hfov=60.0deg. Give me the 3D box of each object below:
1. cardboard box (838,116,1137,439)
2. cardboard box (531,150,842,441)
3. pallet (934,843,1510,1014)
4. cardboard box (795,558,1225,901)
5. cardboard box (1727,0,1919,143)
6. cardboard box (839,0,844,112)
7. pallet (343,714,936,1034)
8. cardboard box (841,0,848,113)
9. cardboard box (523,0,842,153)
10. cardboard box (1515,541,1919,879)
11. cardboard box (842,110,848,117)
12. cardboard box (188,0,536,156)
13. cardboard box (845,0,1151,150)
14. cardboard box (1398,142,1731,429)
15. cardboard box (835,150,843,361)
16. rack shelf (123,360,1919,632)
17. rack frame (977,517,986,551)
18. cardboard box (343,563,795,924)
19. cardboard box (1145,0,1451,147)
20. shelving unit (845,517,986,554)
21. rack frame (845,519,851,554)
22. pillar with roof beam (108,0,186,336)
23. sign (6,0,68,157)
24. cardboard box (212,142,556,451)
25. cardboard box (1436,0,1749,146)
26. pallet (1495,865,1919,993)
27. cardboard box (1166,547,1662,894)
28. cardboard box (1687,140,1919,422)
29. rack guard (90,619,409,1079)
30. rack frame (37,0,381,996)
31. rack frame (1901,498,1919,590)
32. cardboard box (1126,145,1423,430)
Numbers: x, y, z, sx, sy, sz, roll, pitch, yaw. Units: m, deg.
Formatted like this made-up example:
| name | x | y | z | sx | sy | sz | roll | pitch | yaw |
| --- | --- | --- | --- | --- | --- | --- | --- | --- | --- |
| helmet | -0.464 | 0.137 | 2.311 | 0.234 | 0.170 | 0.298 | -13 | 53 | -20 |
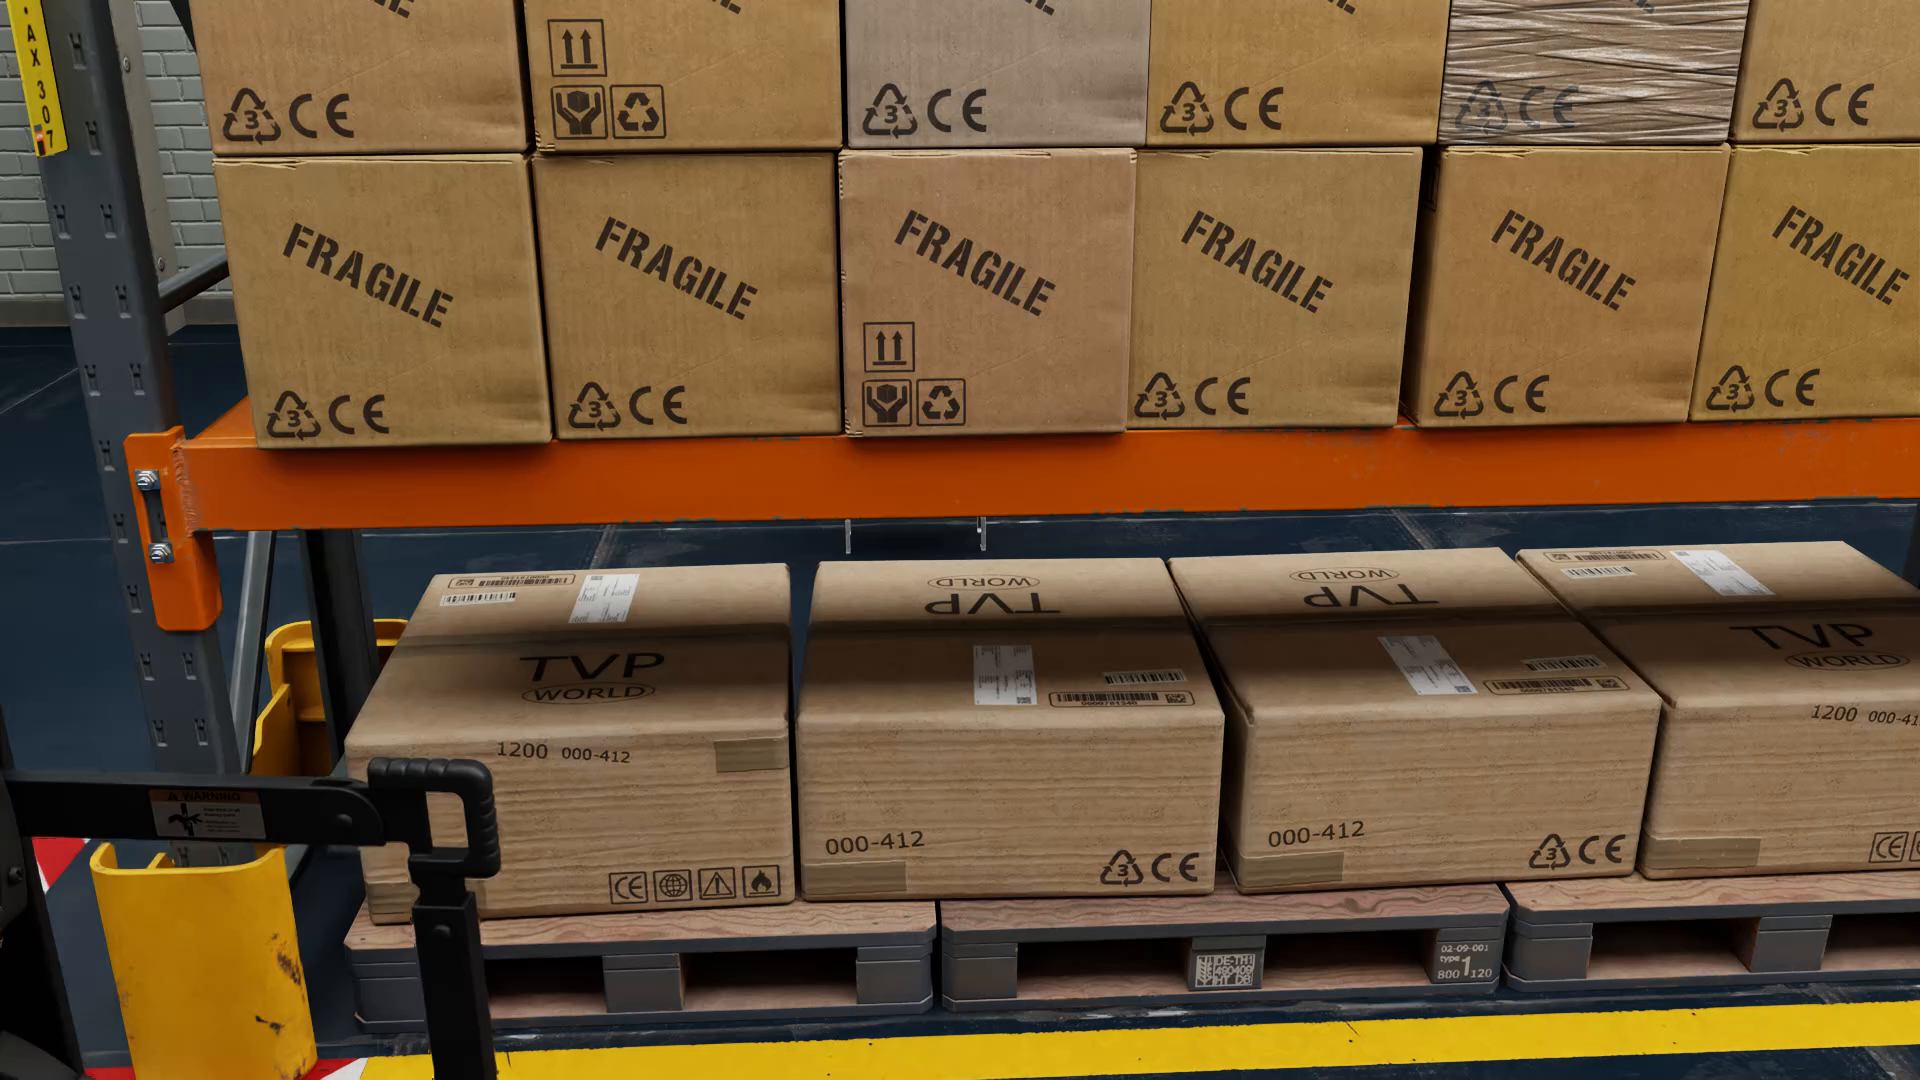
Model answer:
| name | x | y | z | sx | sy | sz | roll | pitch | yaw |
| --- | --- | --- | --- | --- | --- | --- | --- | --- | --- |
| cardboard box | 0.032 | -0.504 | 3.089 | 0.500 | 0.500 | 0.500 | -1 | 21 | -3 |
| cardboard box | -0.477 | -0.500 | 3.079 | 0.500 | 0.500 | 0.500 | -1 | 21 | -4 |
| pallet | 0.533 | 0.710 | 3.960 | 1.213 | 0.211 | 1.003 | -1 | 21 | -3 |
| cardboard box | 0.090 | 0.405 | 3.852 | 0.875 | 0.438 | 0.875 | -1 | 21 | -2 |
| cardboard box | 1.555 | -1.006 | 3.001 | 0.500 | 0.500 | 0.500 | -1 | 21 | -4 |
| cardboard box | -0.488 | -1.155 | 3.393 | 0.500 | 0.500 | 0.500 | -1 | 21 | -3 |
| pallet | -0.682 | 0.734 | 3.898 | 1.213 | 0.211 | 1.003 | -1 | 21 | -3 |
| cardboard box | 0.006 | -1.164 | 3.417 | 0.500 | 0.500 | 0.500 | -1 | 21 | -3 |
| cardboard box | -0.465 | -0.961 | 2.884 | 0.500 | 0.500 | 0.500 | -2 | 21 | -5 |
| cardboard box | 1.885 | 0.369 | 3.947 | 0.875 | 0.438 | 0.875 | -1 | 21 | -4 |
| cardboard box | 0.005 | -0.695 | 3.590 | 0.500 | 0.500 | 0.500 | -1 | 21 | -1 |
| cardboard box | -0.980 | -0.948 | 2.850 | 0.500 | 0.500 | 0.500 | -2 | 21 | -4 |
| cardboard box | 0.048 | -0.974 | 2.919 | 0.500 | 0.500 | 0.500 | -1 | 21 | -3 |
| cardboard box | 1.055 | -0.526 | 3.145 | 0.500 | 0.500 | 0.500 | -1 | 21 | -4 |
| cardboard box | -0.508 | -0.681 | 3.554 | 0.500 | 0.500 | 0.500 | -2 | 21 | -4 |
| rack shelf | 0.521 | -0.230 | 3.521 | 4.000 | 0.370 | 1.077 | -1 | 21 | -3 |
| rack frame | 0.078 | -0.562 | 5.912 | 0.015 | 1.200 | 0.240 | -1 | 21 | -3 |
| cardboard box | -0.823 | 0.427 | 3.796 | 0.875 | 0.438 | 0.875 | -2 | 21 | -5 |
| cardboard box | 0.546 | -0.985 | 2.946 | 0.500 | 0.500 | 0.500 | -1 | 21 | -3 |
| shelving unit | -0.165 | -0.557 | 5.899 | 0.503 | 1.200 | 0.258 | -1 | 21 | -3 |
| rack frame | -0.409 | -0.552 | 5.886 | 0.015 | 1.200 | 0.240 | -1 | 21 | -3 |
| pillar with roof beam | -4.261 | -3.829 | 3.530 | 0.400 | 9.000 | 9.100 | -1 | 21 | -3 |
| sign | -1.450 | -0.770 | 2.600 | 0.005 | 0.325 | 0.100 | -1 | 21 | -3 |
| cardboard box | -0.980 | -0.480 | 3.026 | 0.500 | 0.500 | 0.500 | -1 | 21 | -3 |
| cardboard box | 1.048 | -0.992 | 2.965 | 0.500 | 0.500 | 0.500 | -1 | 21 | -2 |
| pallet | 1.754 | 0.684 | 4.028 | 1.213 | 0.211 | 1.003 | -1 | 21 | -3 |
| cardboard box | 0.991 | 0.387 | 3.899 | 0.875 | 0.438 | 0.875 | -2 | 21 | -5 |
| cardboard box | 1.556 | -0.541 | 3.186 | 0.500 | 0.500 | 0.500 | -2 | 21 | -4 |
| rack guard | -1.500 | 0.643 | 3.729 | 0.348 | 0.500 | 1.175 | -1 | 21 | -3 |
| rack frame | -1.476 | -0.526 | 3.286 | 0.127 | 3.000 | 1.000 | -1 | 21 | -3 |
| rack frame | 2.518 | -0.607 | 3.499 | 0.127 | 3.000 | 1.000 | -1 | 21 | -3 |
| cardboard box | 0.531 | -0.520 | 3.131 | 0.500 | 0.500 | 0.500 | 0 | 21 | -1 |
